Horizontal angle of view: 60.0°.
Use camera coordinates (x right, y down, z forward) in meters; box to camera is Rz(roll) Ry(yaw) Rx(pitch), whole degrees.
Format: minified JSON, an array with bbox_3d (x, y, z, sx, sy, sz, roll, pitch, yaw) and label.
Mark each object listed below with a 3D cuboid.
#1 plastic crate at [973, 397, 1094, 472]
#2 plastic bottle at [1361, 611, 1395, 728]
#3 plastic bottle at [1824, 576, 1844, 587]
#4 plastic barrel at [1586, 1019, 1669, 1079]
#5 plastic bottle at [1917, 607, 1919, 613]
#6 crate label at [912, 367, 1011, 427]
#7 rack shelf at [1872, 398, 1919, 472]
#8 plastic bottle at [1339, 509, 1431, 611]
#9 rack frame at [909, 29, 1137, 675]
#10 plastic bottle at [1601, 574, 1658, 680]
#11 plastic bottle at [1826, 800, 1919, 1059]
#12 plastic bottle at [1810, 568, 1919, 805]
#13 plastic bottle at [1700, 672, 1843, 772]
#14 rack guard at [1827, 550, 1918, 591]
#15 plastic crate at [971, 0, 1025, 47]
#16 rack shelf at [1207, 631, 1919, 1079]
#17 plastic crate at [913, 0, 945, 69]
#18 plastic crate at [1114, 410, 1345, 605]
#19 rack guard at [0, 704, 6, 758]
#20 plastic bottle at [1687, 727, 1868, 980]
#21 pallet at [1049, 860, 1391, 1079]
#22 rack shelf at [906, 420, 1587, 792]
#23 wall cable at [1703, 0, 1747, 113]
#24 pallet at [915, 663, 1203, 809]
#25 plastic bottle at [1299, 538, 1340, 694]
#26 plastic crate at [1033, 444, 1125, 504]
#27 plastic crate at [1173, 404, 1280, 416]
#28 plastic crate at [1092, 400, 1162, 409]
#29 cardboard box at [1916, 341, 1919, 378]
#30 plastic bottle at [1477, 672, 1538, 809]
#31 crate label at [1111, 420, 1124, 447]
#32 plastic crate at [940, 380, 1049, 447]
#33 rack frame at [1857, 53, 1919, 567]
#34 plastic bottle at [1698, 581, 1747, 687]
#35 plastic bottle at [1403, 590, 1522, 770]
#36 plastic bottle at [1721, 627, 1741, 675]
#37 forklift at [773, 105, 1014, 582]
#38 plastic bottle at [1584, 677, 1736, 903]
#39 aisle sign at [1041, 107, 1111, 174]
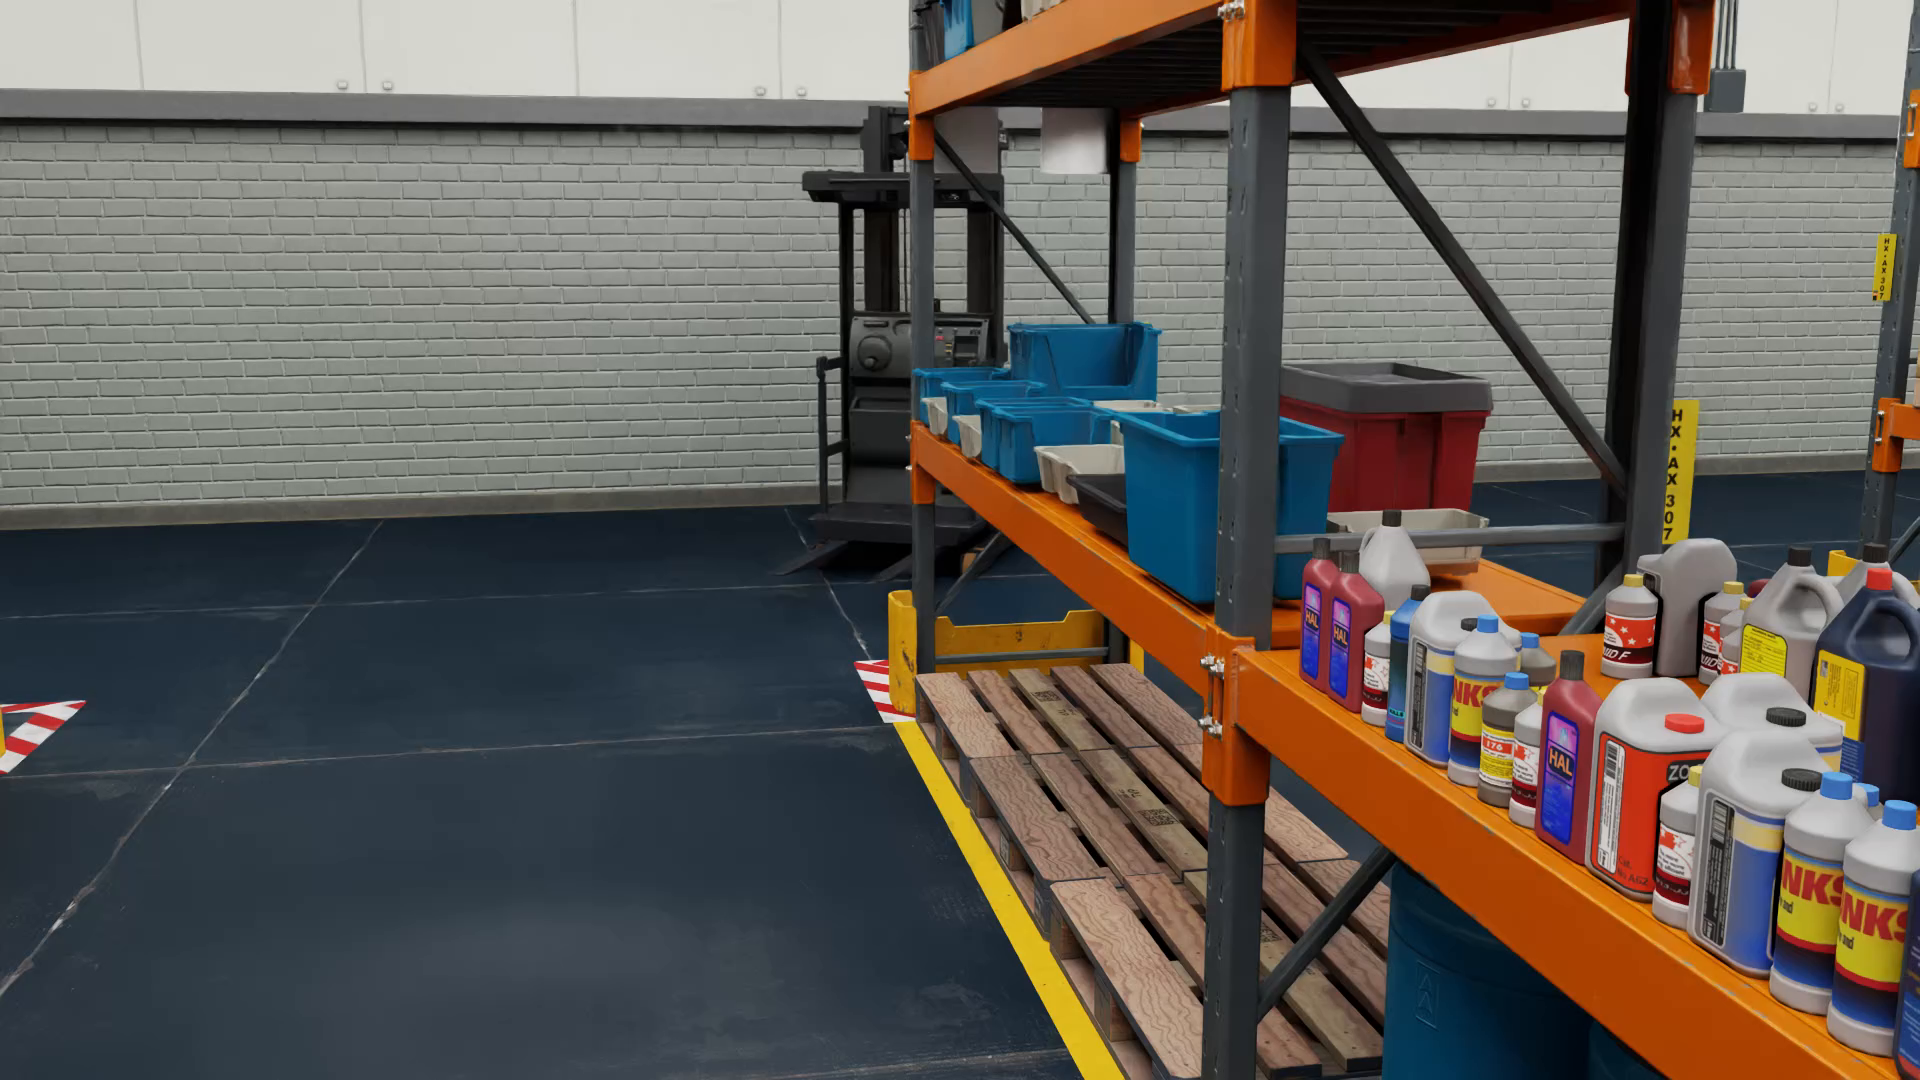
[{"bbox_3d":[0.262,-0.378,5.947,0.416,0.233,0.300,-2,11,-11],"label":"plastic crate"},{"bbox_3d":[0.778,0.230,2.999,0.097,0.201,0.097,0,11,0],"label":"plastic bottle"},{"bbox_3d":[1.524,0.193,2.993,0.152,0.276,0.135,-2,11,-11],"label":"plastic bottle"},{"bbox_3d":[1.286,1.059,2.599,0.600,0.901,0.708,-2,11,-11],"label":"plastic barrel"},{"bbox_3d":[1.594,0.219,2.655,0.144,0.351,0.185,-2,11,-11],"label":"plastic bottle"},{"bbox_3d":[0.006,-0.619,7.215,0.416,0.233,0.303,-2,11,-11],"label":"crate label"},{"bbox_3d":[5.528,-0.189,6.593,1.077,0.370,4.000,-2,11,-11],"label":"rack shelf"},{"bbox_3d":[0.817,0.112,3.216,0.144,0.351,0.185,-2,11,-11],"label":"plastic bottle"},{"bbox_3d":[0.281,-0.729,7.506,1.000,3.000,0.127,-2,11,-11],"label":"rack frame"},{"bbox_3d":[1.334,0.170,3.311,0.097,0.201,0.097,0,11,0],"label":"plastic bottle"},{"bbox_3d":[1.015,0.419,1.818,0.097,0.271,0.097,0,11,0],"label":"plastic bottle"},{"bbox_3d":[1.453,0.224,2.628,0.144,0.351,0.185,-2,11,-11],"label":"plastic bottle"},{"bbox_3d":[1.104,0.328,2.281,0.152,0.276,0.135,-2,11,-11],"label":"plastic bottle"},{"bbox_3d":[5.134,0.314,8.709,1.175,0.500,0.348,-2,11,-11],"label":"rack guard"},{"bbox_3d":[0.308,-1.882,5.707,0.504,0.338,0.767,-2,11,-11],"label":"plastic crate"},{"bbox_3d":[1.448,0.724,1.792,1.077,0.370,4.000,-2,11,-11],"label":"rack shelf"},{"bbox_3d":[0.082,-2.058,6.814,0.497,0.269,0.590,-2,11,-11],"label":"plastic crate"},{"bbox_3d":[0.633,-0.091,4.032,0.392,0.384,0.575,-2,11,-11],"label":"plastic crate"},{"bbox_3d":[-4.564,0.692,6.724,1.175,0.500,0.348,-2,11,-11],"label":"rack guard"},{"bbox_3d":[1.000,0.376,2.029,0.152,0.276,0.135,-2,11,-11],"label":"plastic bottle"},{"bbox_3d":[0.878,1.241,4.614,1.003,0.211,1.213,-2,11,-11],"label":"pallet"},{"bbox_3d":[0.670,-0.009,5.646,1.077,0.370,4.000,-2,11,-11],"label":"rack shelf"},{"bbox_3d":[7.420,-6.599,13.698,2.277,5.999,0.120,-2,11,-11],"label":"wall cable"},{"bbox_3d":[0.403,0.793,6.965,1.003,0.211,1.213,-2,11,-11],"label":"pallet"},{"bbox_3d":[0.712,0.144,3.228,0.061,0.283,0.133,-2,11,-11],"label":"plastic bottle"},{"bbox_3d":[0.425,-0.204,5.291,0.293,0.136,0.466,-2,11,-11],"label":"plastic crate"},{"bbox_3d":[0.942,-0.254,5.164,0.437,0.282,0.530,-2,11,-11],"label":"plastic crate"},{"bbox_3d":[0.617,-0.486,6.774,0.396,0.136,0.243,-2,11,-11],"label":"plastic crate"},{"bbox_3d":[4.968,-0.884,7.925,0.500,0.250,0.500,-2,11,-13],"label":"cardboard box"},{"bbox_3d":[0.861,0.308,2.588,0.097,0.201,0.097,0,11,0],"label":"plastic bottle"},{"bbox_3d":[0.737,-0.382,6.228,0.396,0.136,0.243,-2,11,-11],"label":"crate label"},{"bbox_3d":[0.134,-0.499,6.581,0.416,0.233,0.300,-2,11,-11],"label":"plastic crate"},{"bbox_3d":[5.139,-0.909,8.453,1.000,3.000,0.127,-2,11,-11],"label":"rack frame"},{"bbox_3d":[1.502,0.183,3.246,0.097,0.201,0.097,0,11,0],"label":"plastic bottle"},{"bbox_3d":[0.846,0.231,2.792,0.152,0.276,0.135,-2,11,-11],"label":"plastic bottle"},{"bbox_3d":[1.405,0.237,2.959,0.097,0.201,0.097,0,11,0],"label":"plastic bottle"},{"bbox_3d":[-0.324,-1.280,10.581,1.130,2.935,3.031,3,11,16],"label":"forklift"},{"bbox_3d":[0.955,0.334,2.252,0.152,0.276,0.135,-2,11,-11],"label":"plastic bottle"},{"bbox_3d":[0.554,-2.030,7.388,0.394,0.787,0.004,-2,11,-11],"label":"aisle sign"}]
